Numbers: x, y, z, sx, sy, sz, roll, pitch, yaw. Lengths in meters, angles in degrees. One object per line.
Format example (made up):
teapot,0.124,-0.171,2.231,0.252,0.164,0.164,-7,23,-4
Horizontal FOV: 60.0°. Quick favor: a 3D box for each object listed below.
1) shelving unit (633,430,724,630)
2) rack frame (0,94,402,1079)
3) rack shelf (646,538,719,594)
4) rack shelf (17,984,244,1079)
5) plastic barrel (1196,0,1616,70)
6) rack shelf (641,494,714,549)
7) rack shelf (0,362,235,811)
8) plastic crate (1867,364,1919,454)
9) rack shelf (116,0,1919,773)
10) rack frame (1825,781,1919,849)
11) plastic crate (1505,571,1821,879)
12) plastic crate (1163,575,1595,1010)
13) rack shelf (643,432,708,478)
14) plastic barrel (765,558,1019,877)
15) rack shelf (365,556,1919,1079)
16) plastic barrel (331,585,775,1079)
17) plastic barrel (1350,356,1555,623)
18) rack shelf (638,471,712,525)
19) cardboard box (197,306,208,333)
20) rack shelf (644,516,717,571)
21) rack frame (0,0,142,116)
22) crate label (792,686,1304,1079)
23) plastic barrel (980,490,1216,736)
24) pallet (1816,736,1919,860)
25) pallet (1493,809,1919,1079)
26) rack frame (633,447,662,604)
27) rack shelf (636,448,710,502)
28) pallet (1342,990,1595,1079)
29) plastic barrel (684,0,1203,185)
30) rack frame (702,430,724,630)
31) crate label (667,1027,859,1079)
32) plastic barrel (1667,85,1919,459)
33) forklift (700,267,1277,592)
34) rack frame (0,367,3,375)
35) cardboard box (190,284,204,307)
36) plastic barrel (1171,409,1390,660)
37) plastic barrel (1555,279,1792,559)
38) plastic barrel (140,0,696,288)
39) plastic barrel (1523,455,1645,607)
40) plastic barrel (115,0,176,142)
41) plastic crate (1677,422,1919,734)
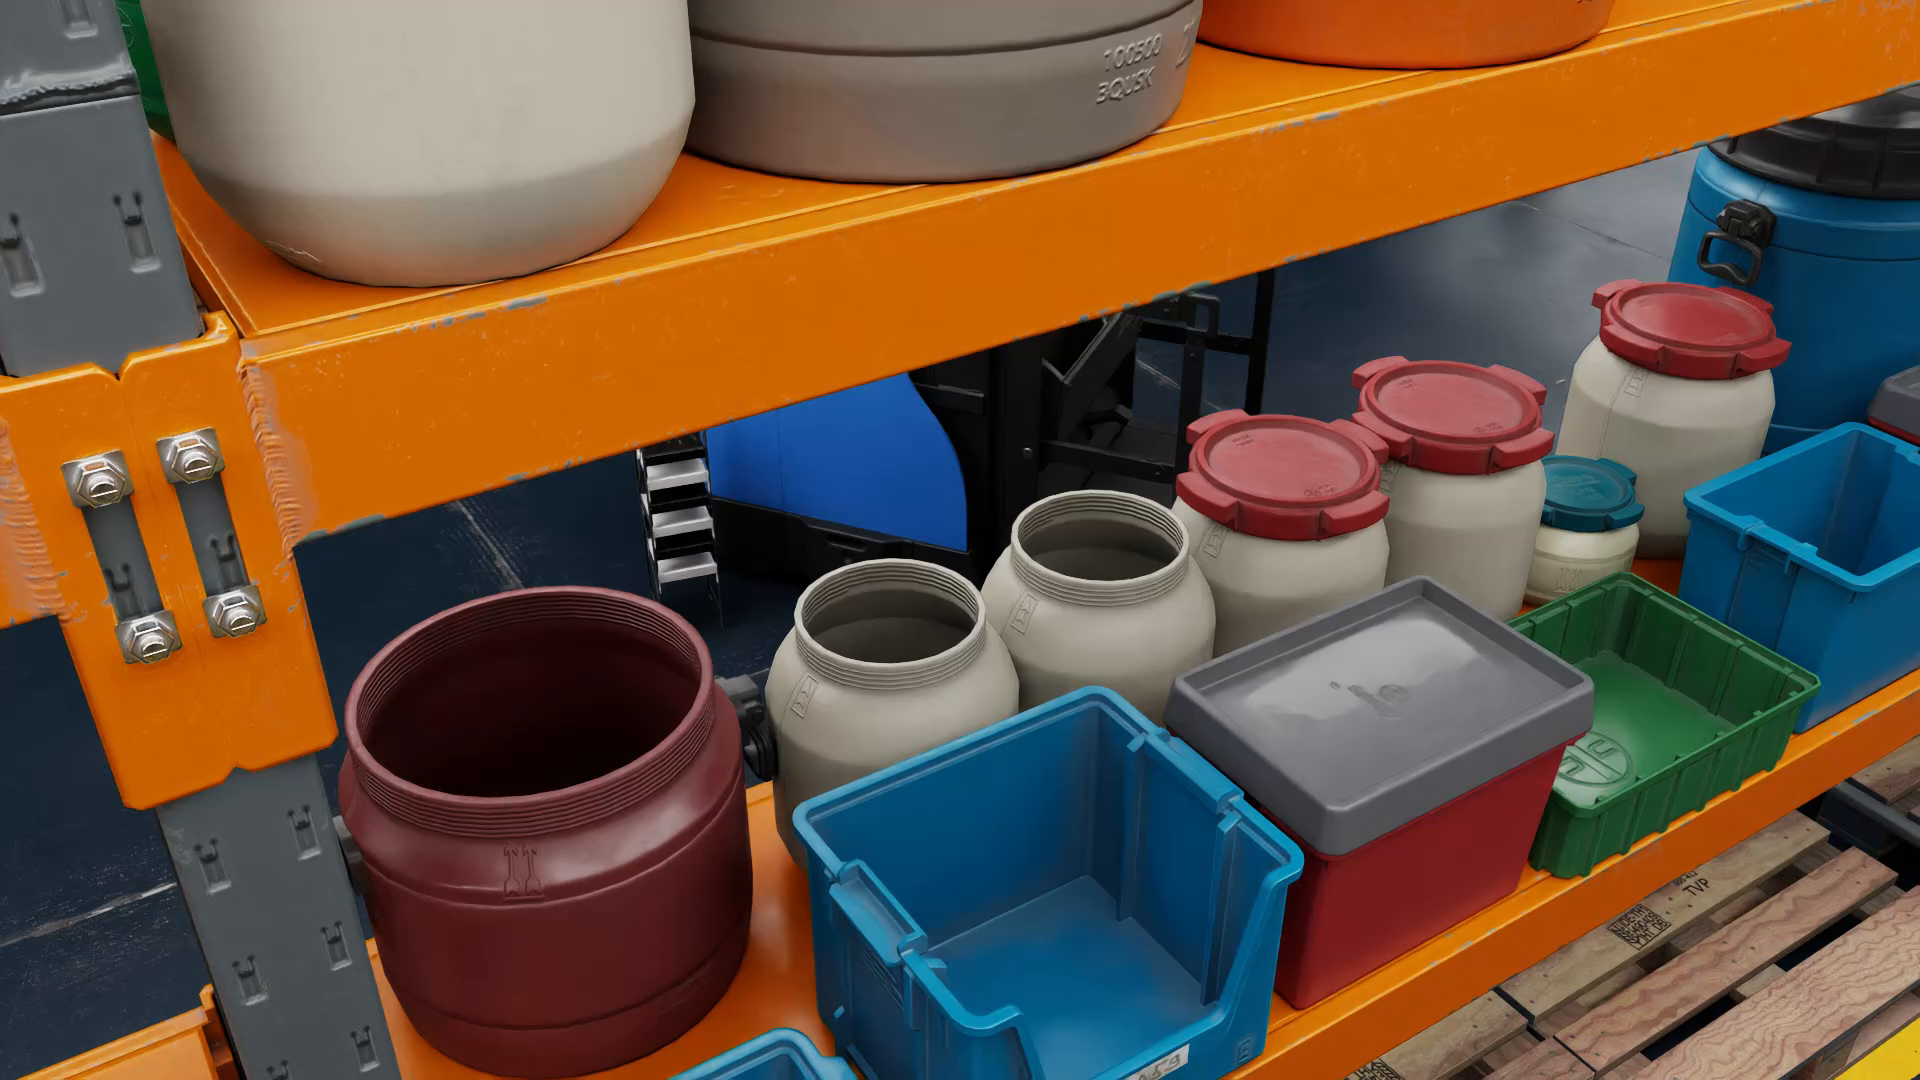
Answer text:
shelving unit,-0.955,-0.112,5.584,0.210,0.900,0.258,-11,34,-16
rack frame,-0.861,0.770,2.218,0.127,3.000,1.000,-19,37,-27
rack shelf,-0.955,0.069,5.698,0.200,0.077,0.258,-11,34,-16
rack shelf,-2.542,1.653,1.493,4.000,0.370,1.077,-19,37,-27
plastic barrel,0.497,-1.009,1.825,0.708,0.830,0.600,-19,37,-27
rack shelf,-0.955,-0.084,5.602,0.200,0.077,0.258,-11,34,-16
rack shelf,-2.542,0.384,0.693,4.000,0.370,1.077,-19,37,-27
plastic crate,2.260,-0.136,3.594,0.583,0.464,0.402,-19,37,-27
rack shelf,0.820,-0.772,2.526,4.000,0.370,1.077,-19,37,-27
rack frame,2.501,-0.386,4.051,0.127,3.000,1.000,-19,37,-27
plastic crate,1.190,0.333,3.109,0.662,0.188,0.450,-19,37,-27
plastic crate,0.663,0.413,2.724,0.583,0.464,0.402,-19,37,-27
rack shelf,-0.955,-0.312,5.458,0.200,0.077,0.258,-11,34,-16
plastic barrel,-0.112,0.330,2.811,0.421,0.512,0.421,0,32,0
rack shelf,0.820,0.496,3.326,4.000,0.370,1.077,-19,37,-27
plastic barrel,-0.635,0.443,2.609,0.708,0.536,0.600,-19,37,-27
plastic barrel,0.962,-0.053,3.396,0.433,0.535,0.433,0,32,0
rack shelf,-0.955,-0.160,5.554,0.200,0.077,0.258,-11,34,-16
cardboard box,-2.992,-0.782,6.609,0.500,0.500,0.700,-21,38,-30
rack shelf,-0.955,-0.008,5.650,0.200,0.077,0.258,-11,34,-16
rack frame,-0.861,-1.767,0.617,0.127,3.000,1.000,-19,37,-27
crate label,0.121,0.589,2.471,0.616,0.435,0.502,-19,37,-27
plastic barrel,0.242,0.208,3.004,0.421,0.512,0.421,0,32,0
pallet,3.088,0.618,5.073,1.213,0.211,1.003,-19,37,-27
pallet,1.862,1.038,4.407,1.213,0.211,1.003,-19,37,-27
rack frame,-1.051,-0.094,5.555,0.006,0.900,0.240,-11,34,-16
rack shelf,-0.955,-0.236,5.506,0.200,0.077,0.258,-11,34,-16
pallet,0.836,1.392,3.845,1.213,0.211,1.003,-19,37,-27
plastic barrel,-0.053,-0.851,1.506,0.600,0.901,0.600,0,32,0
rack frame,-0.859,-0.130,5.612,0.006,0.900,0.240,-11,34,-16
crate label,-0.304,0.887,2.189,0.416,0.233,0.303,-19,37,-27
plastic barrel,2.012,-0.622,3.955,0.708,0.901,0.600,-19,37,-27
forklift,0.636,-1.098,5.243,3.031,2.935,1.130,12,34,19
rack frame,-3.544,-1.451,5.739,0.127,3.000,1.000,-19,37,-27
cardboard box,-2.998,-1.104,6.417,0.500,0.250,0.500,-17,36,-25
plastic barrel,0.598,0.072,3.197,0.433,0.535,0.433,0,32,0
plastic barrel,1.578,-0.265,3.732,0.433,0.535,0.433,0,32,0
plastic barrel,-0.434,-0.498,1.312,0.421,0.512,0.421,0,32,0
plastic barrel,1.306,-0.014,3.590,0.301,0.262,0.301,0,32,0
plastic barrel,-0.681,-0.527,1.608,0.294,0.245,0.294,0,32,0
plastic crate,1.742,0.079,3.328,0.575,0.384,0.392,-19,37,-27
